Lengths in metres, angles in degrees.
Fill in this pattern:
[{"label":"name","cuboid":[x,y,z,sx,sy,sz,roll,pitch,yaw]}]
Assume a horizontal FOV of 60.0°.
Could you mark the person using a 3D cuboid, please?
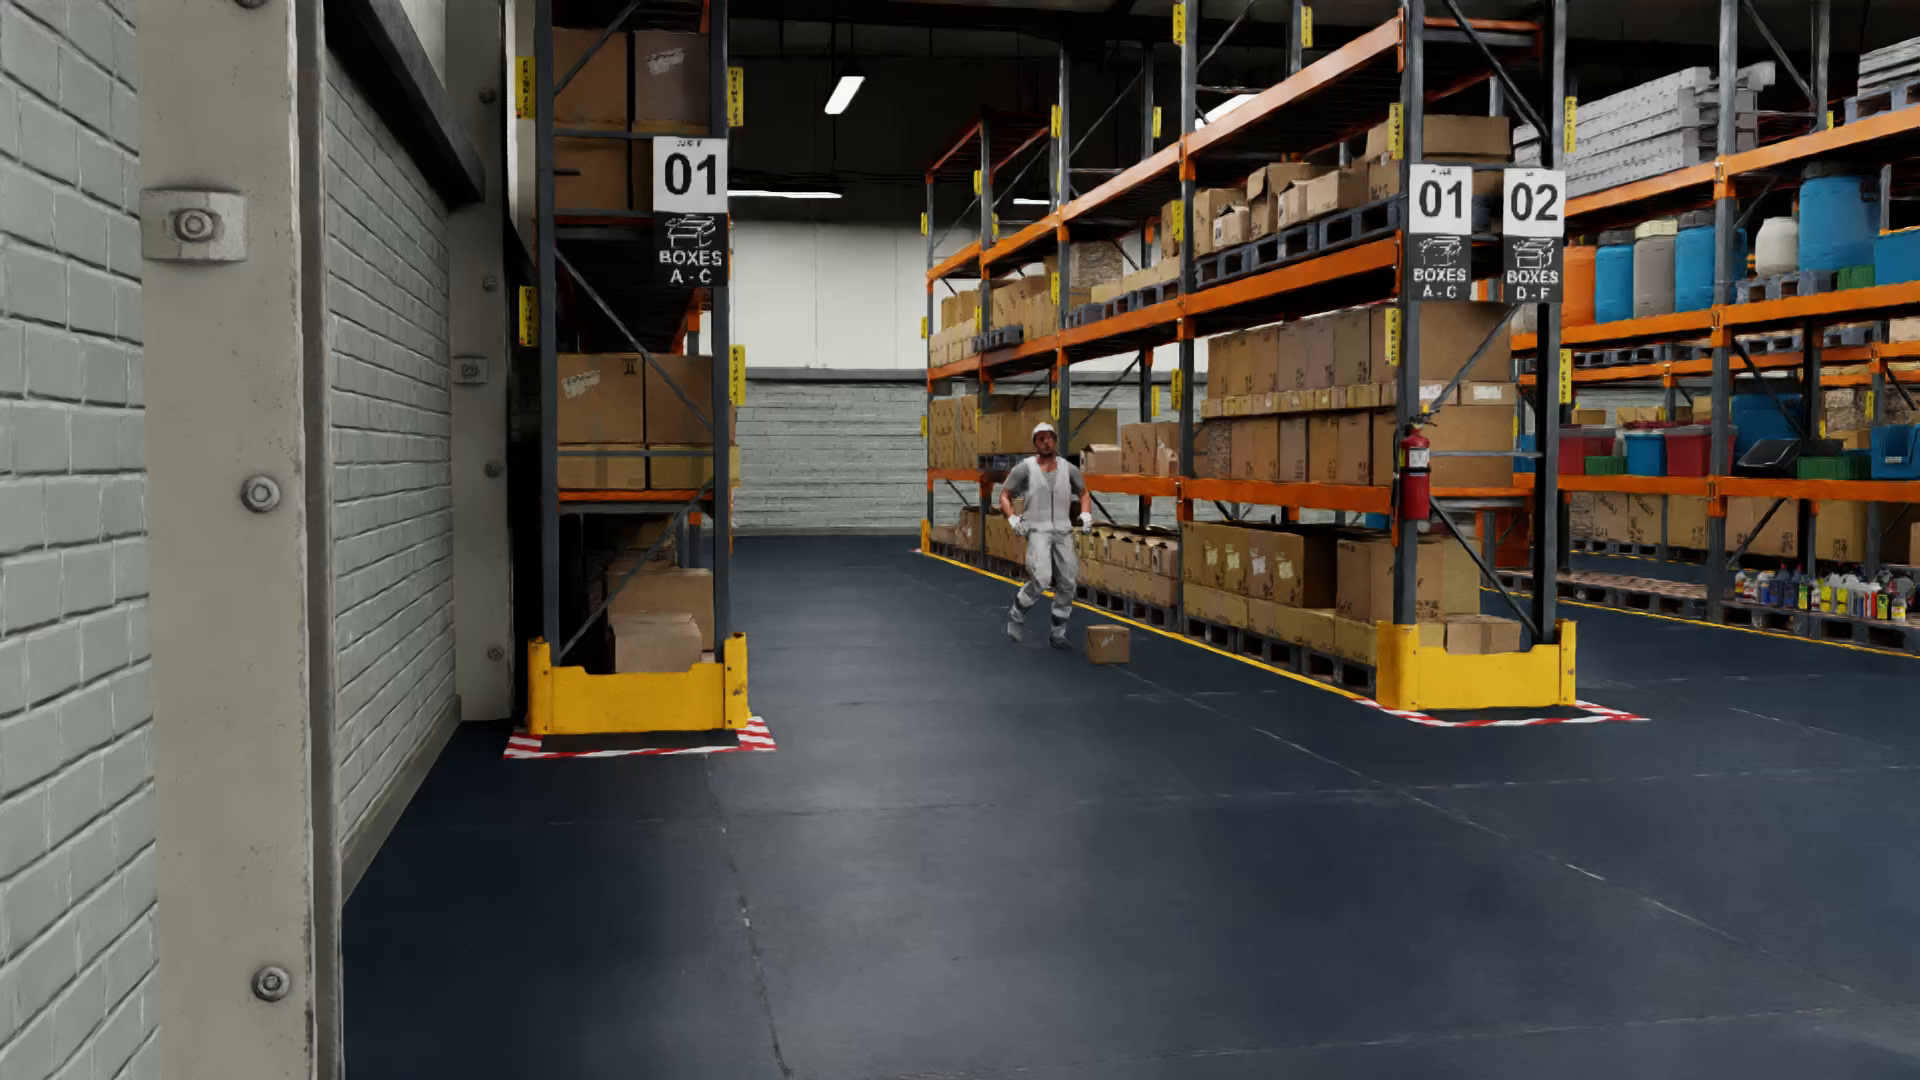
[{"label":"person","cuboid":[0.714,-0.038,12.886,0.724,1.749,0.485,-1,3,-21]}]
